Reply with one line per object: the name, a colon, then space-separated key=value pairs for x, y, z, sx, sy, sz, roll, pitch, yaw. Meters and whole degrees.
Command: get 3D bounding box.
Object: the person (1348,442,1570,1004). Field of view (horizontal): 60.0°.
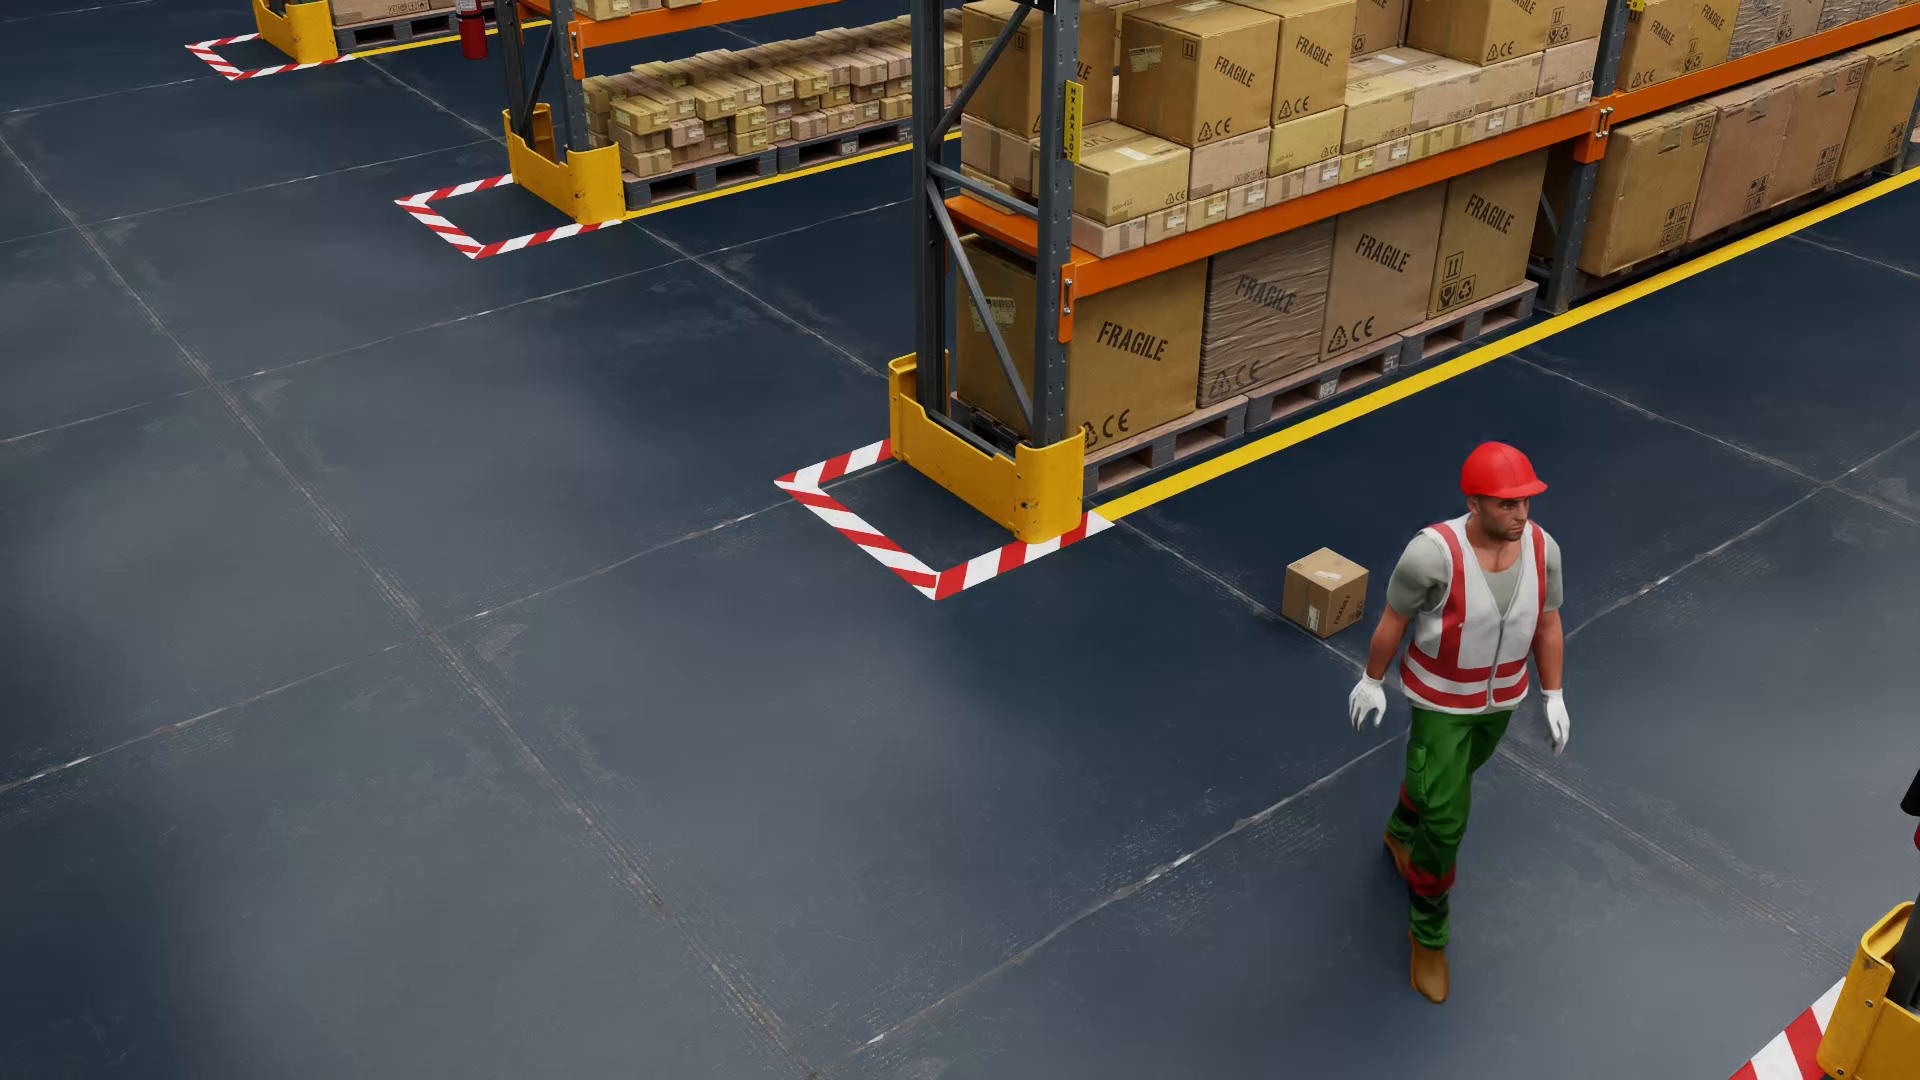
person: x=1.599 y=0.543 z=5.253 sx=0.595 sy=1.829 sz=0.727 roll=-9 pitch=33 yaw=-15
